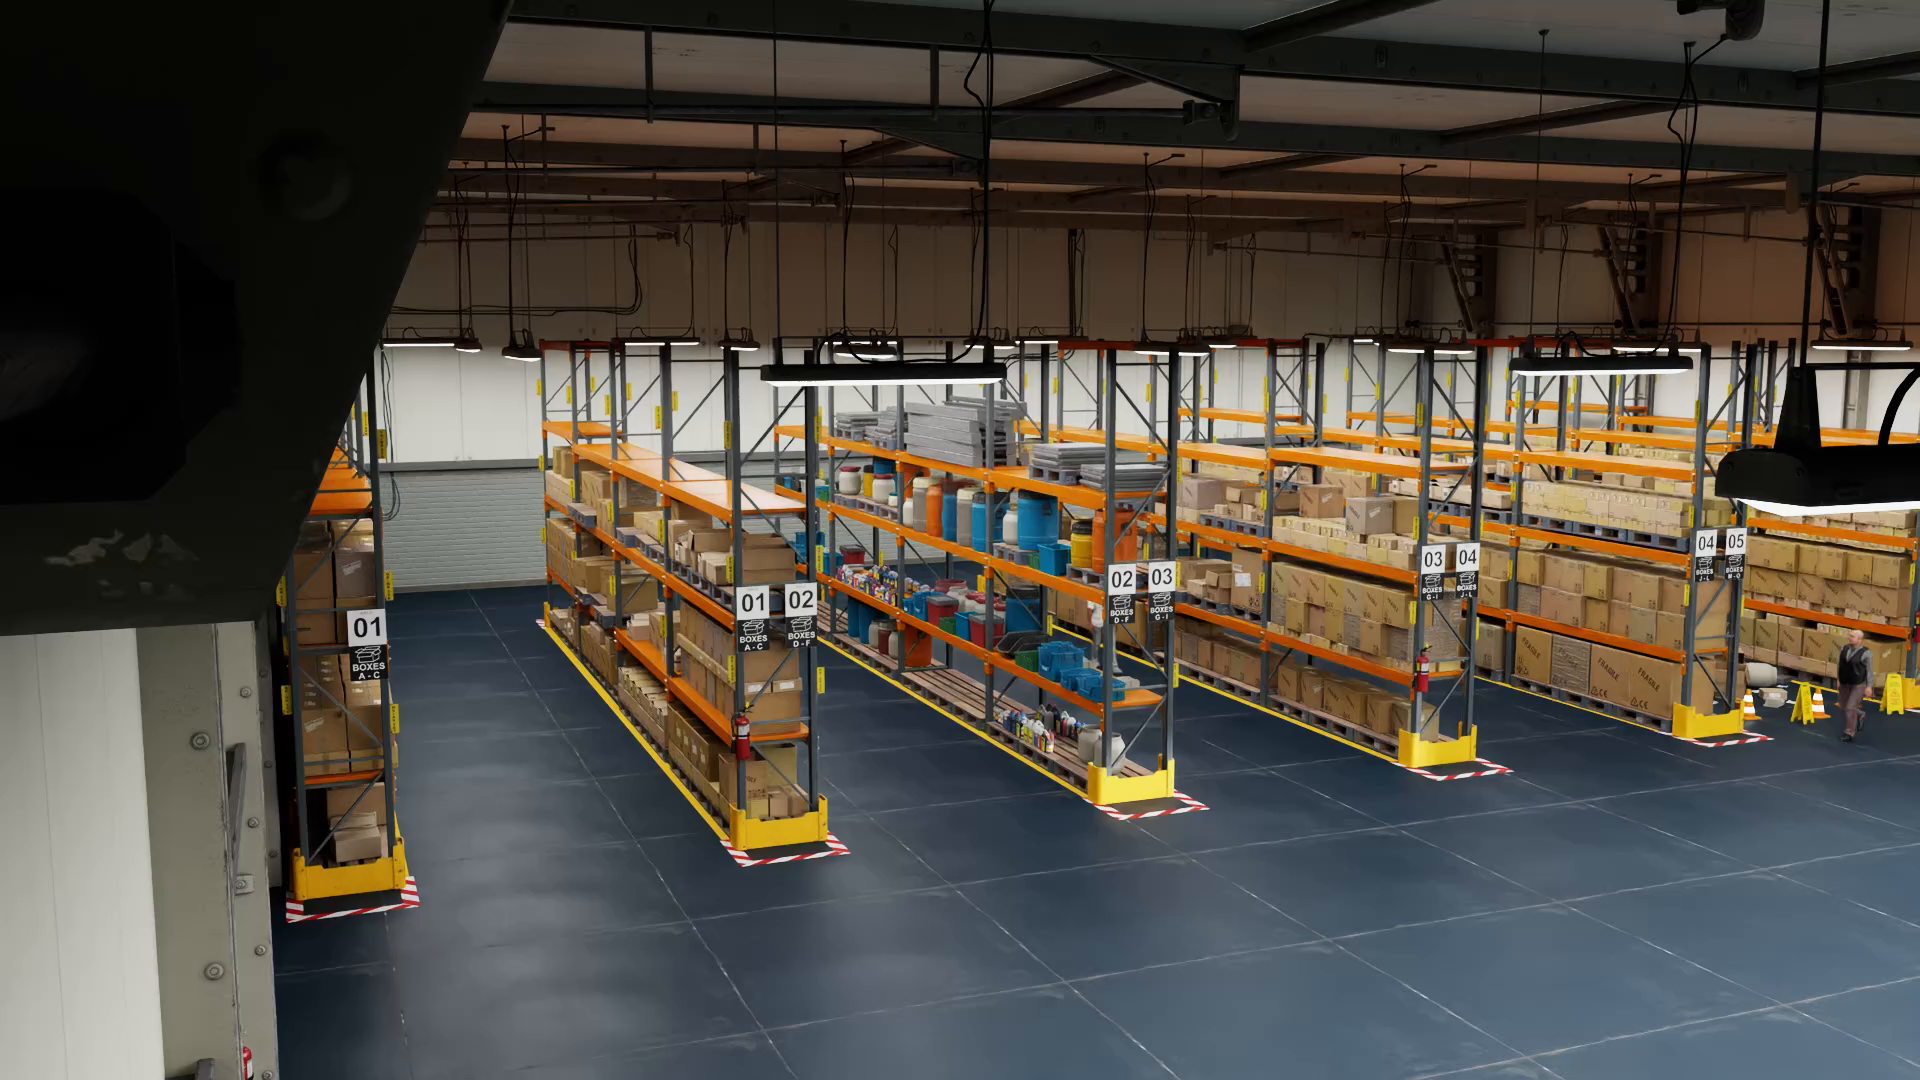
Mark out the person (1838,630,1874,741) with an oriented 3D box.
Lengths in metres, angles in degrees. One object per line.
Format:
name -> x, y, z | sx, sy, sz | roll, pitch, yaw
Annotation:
person -> 13.670, 2.193, 25.370 | 0.819, 1.695, 0.559 | -4, 8, -28

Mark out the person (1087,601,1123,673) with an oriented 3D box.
person -> 2.627, 1.528, 30.254 | 0.669, 1.714, 1.022 | -2, 8, -17
